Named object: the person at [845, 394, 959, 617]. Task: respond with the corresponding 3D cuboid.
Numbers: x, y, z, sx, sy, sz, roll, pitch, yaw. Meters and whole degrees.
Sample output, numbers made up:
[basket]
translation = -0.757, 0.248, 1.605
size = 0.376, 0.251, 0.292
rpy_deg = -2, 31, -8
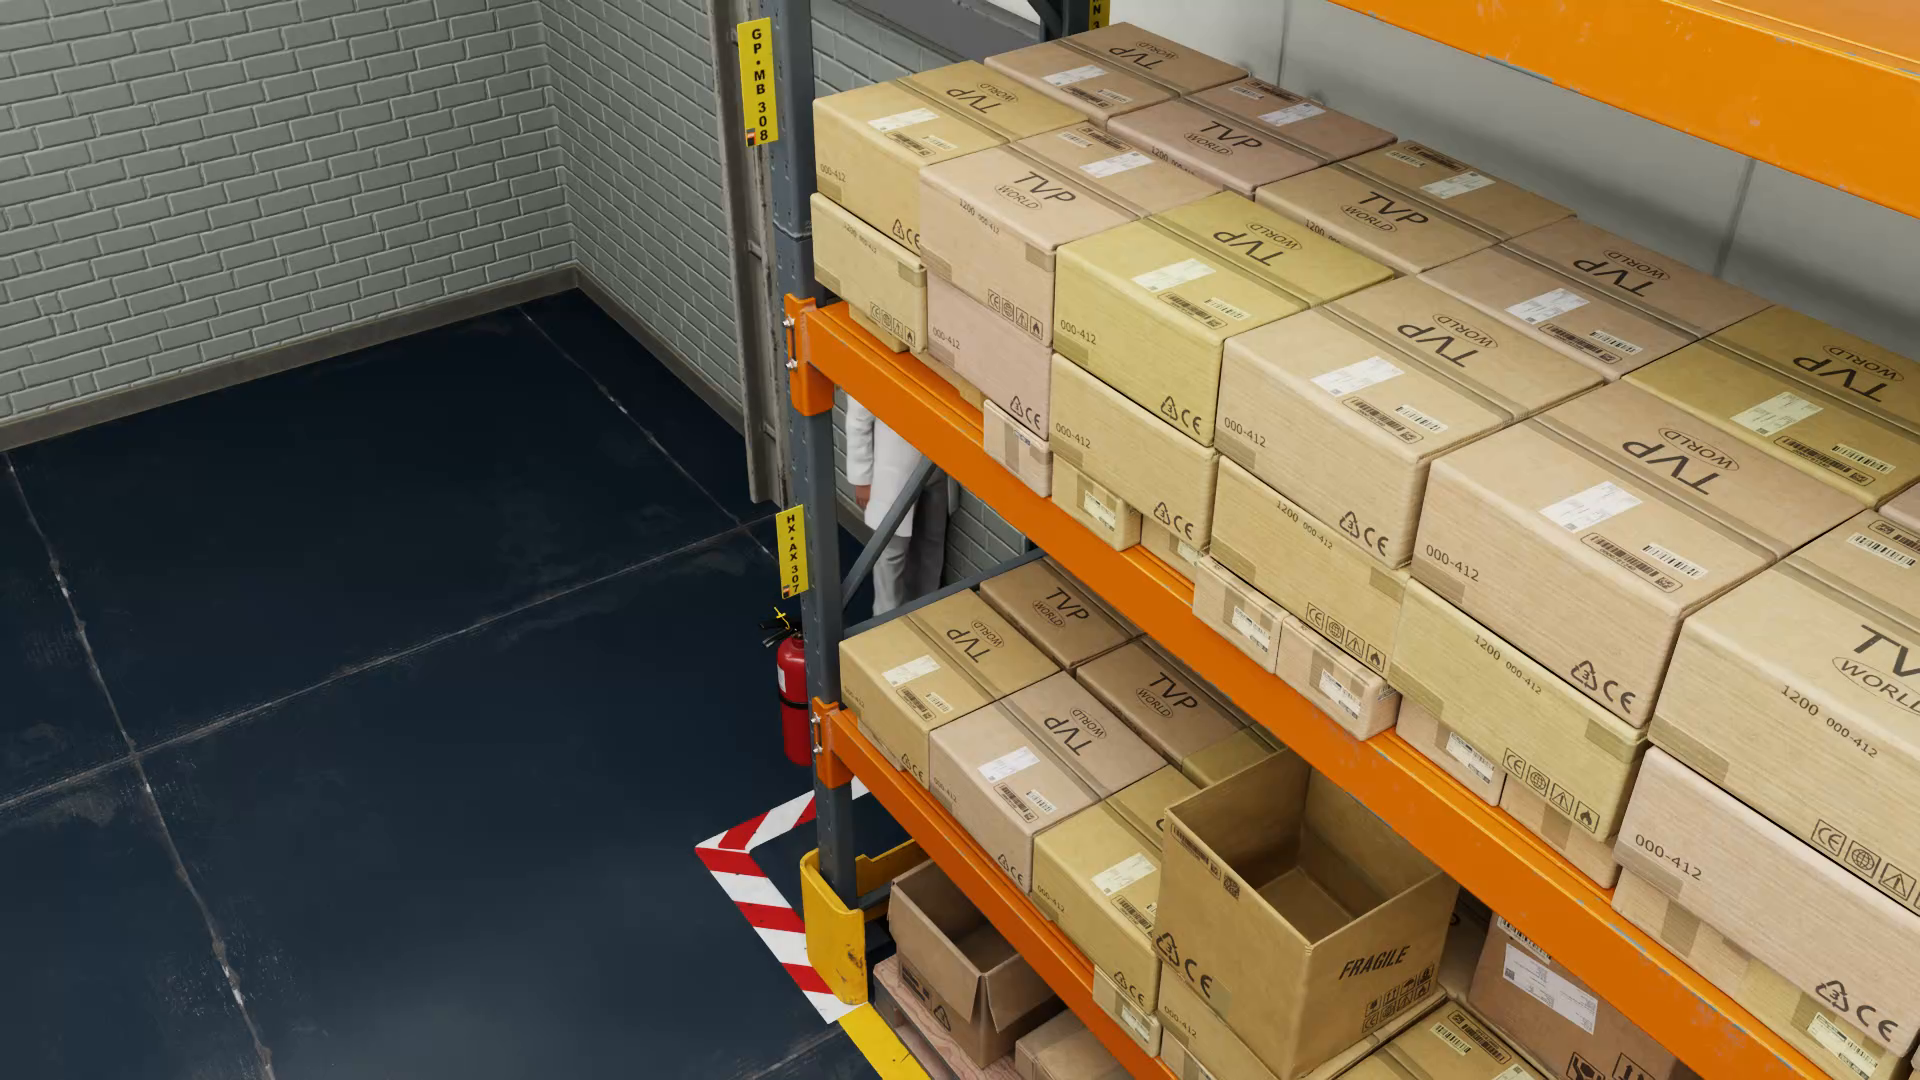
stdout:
[person]
translation = -0.184, -0.304, 7.400
size = 0.625, 1.786, 0.433
rpy_deg = -23, 42, -28
